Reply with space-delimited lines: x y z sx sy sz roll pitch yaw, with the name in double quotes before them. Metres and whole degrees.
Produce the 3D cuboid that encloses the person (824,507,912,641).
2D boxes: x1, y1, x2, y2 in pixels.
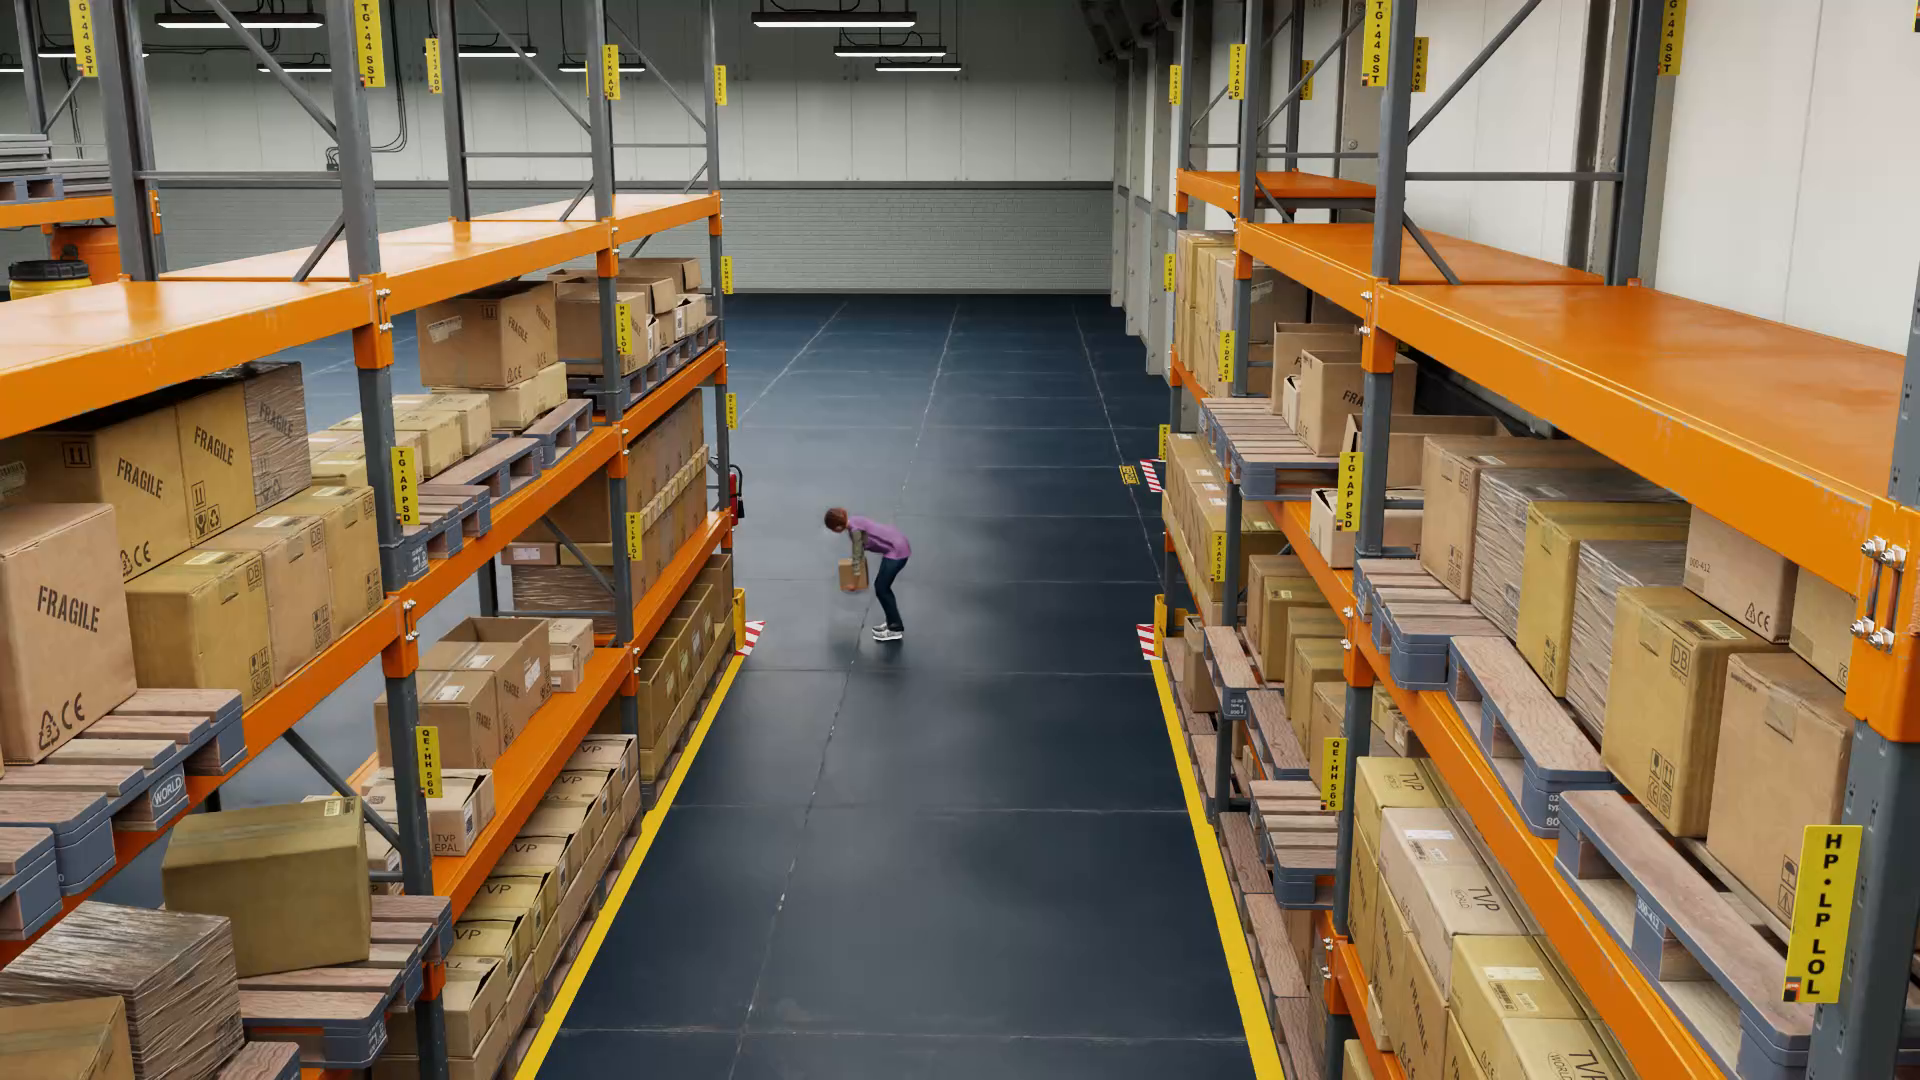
"person" -0.855 0.308 15.543 0.810 1.240 0.378 0 14 0
